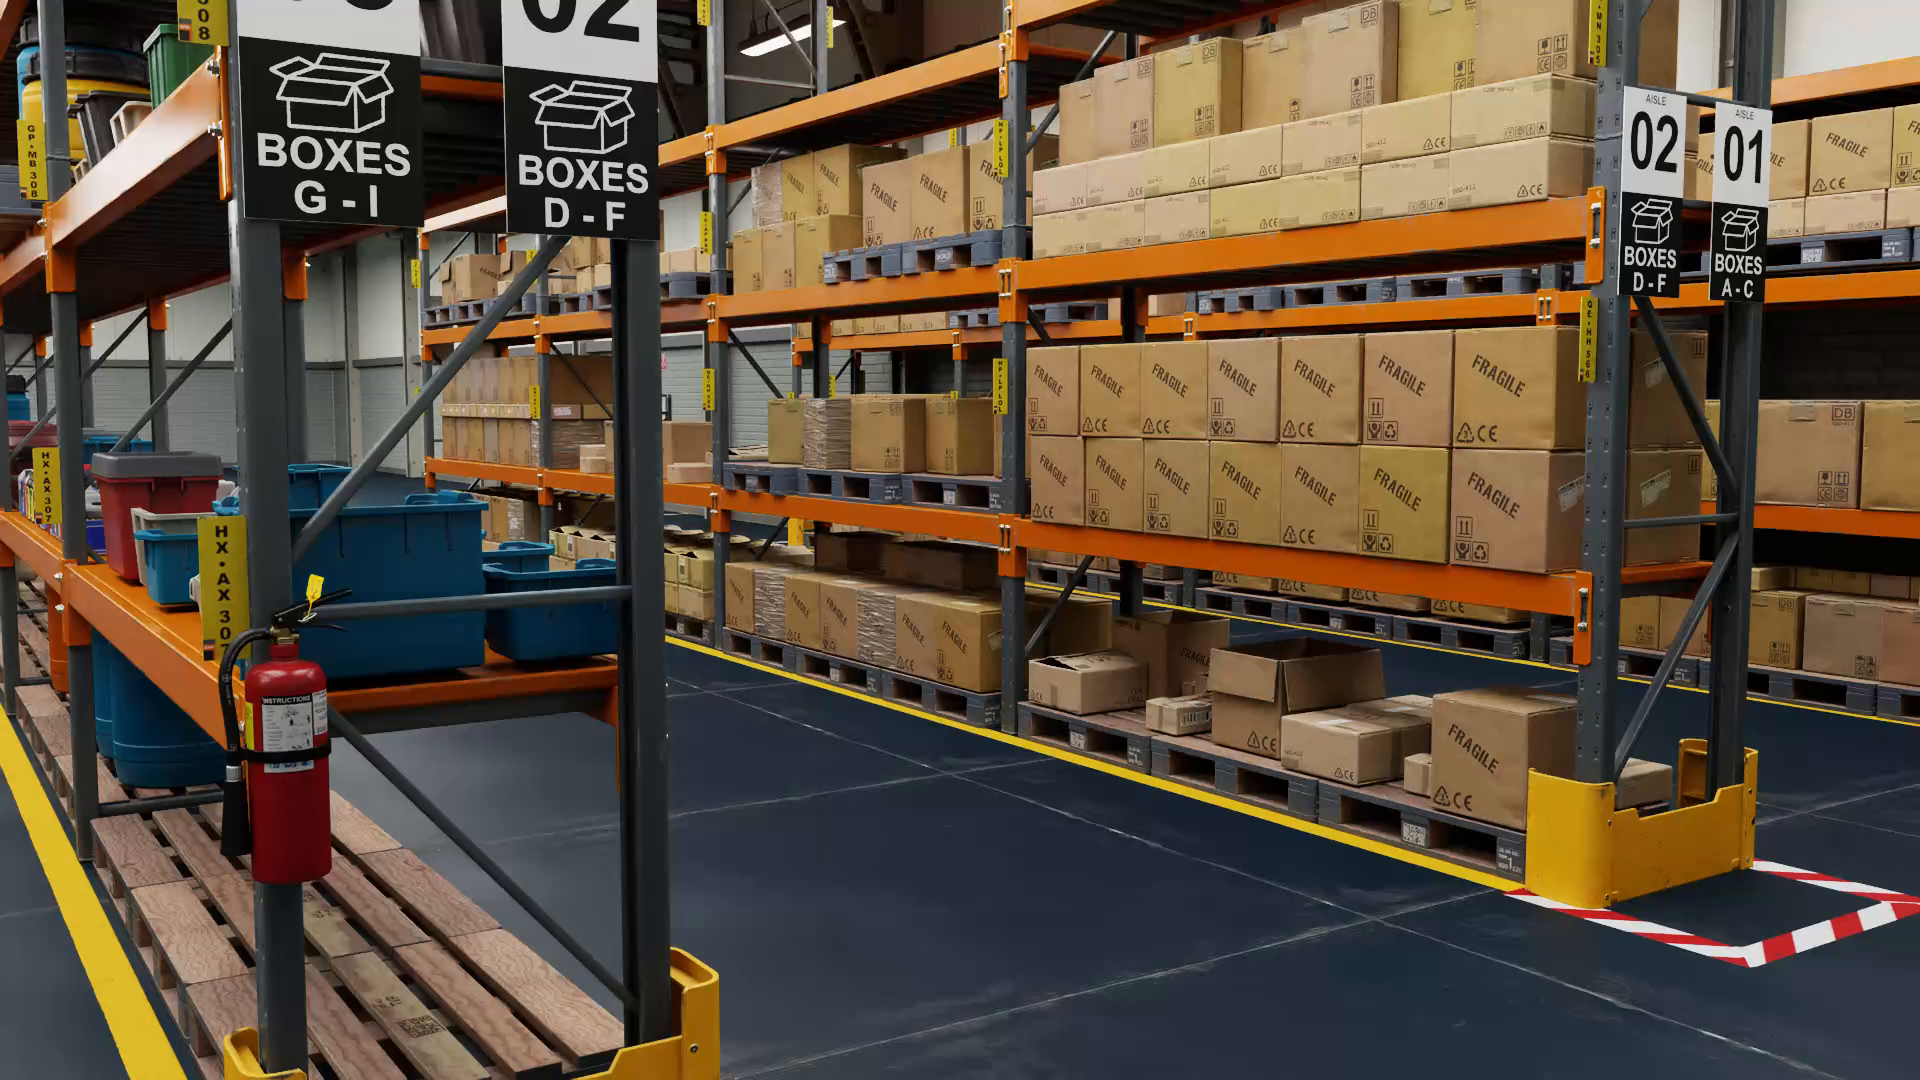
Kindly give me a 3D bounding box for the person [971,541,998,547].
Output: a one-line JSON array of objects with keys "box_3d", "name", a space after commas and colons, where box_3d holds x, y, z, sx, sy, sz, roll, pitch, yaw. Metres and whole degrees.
[{"box_3d": [0.296, -0.136, 16.273, 0.547, 1.541, 0.374, -3, 6, -35], "name": "person"}]
